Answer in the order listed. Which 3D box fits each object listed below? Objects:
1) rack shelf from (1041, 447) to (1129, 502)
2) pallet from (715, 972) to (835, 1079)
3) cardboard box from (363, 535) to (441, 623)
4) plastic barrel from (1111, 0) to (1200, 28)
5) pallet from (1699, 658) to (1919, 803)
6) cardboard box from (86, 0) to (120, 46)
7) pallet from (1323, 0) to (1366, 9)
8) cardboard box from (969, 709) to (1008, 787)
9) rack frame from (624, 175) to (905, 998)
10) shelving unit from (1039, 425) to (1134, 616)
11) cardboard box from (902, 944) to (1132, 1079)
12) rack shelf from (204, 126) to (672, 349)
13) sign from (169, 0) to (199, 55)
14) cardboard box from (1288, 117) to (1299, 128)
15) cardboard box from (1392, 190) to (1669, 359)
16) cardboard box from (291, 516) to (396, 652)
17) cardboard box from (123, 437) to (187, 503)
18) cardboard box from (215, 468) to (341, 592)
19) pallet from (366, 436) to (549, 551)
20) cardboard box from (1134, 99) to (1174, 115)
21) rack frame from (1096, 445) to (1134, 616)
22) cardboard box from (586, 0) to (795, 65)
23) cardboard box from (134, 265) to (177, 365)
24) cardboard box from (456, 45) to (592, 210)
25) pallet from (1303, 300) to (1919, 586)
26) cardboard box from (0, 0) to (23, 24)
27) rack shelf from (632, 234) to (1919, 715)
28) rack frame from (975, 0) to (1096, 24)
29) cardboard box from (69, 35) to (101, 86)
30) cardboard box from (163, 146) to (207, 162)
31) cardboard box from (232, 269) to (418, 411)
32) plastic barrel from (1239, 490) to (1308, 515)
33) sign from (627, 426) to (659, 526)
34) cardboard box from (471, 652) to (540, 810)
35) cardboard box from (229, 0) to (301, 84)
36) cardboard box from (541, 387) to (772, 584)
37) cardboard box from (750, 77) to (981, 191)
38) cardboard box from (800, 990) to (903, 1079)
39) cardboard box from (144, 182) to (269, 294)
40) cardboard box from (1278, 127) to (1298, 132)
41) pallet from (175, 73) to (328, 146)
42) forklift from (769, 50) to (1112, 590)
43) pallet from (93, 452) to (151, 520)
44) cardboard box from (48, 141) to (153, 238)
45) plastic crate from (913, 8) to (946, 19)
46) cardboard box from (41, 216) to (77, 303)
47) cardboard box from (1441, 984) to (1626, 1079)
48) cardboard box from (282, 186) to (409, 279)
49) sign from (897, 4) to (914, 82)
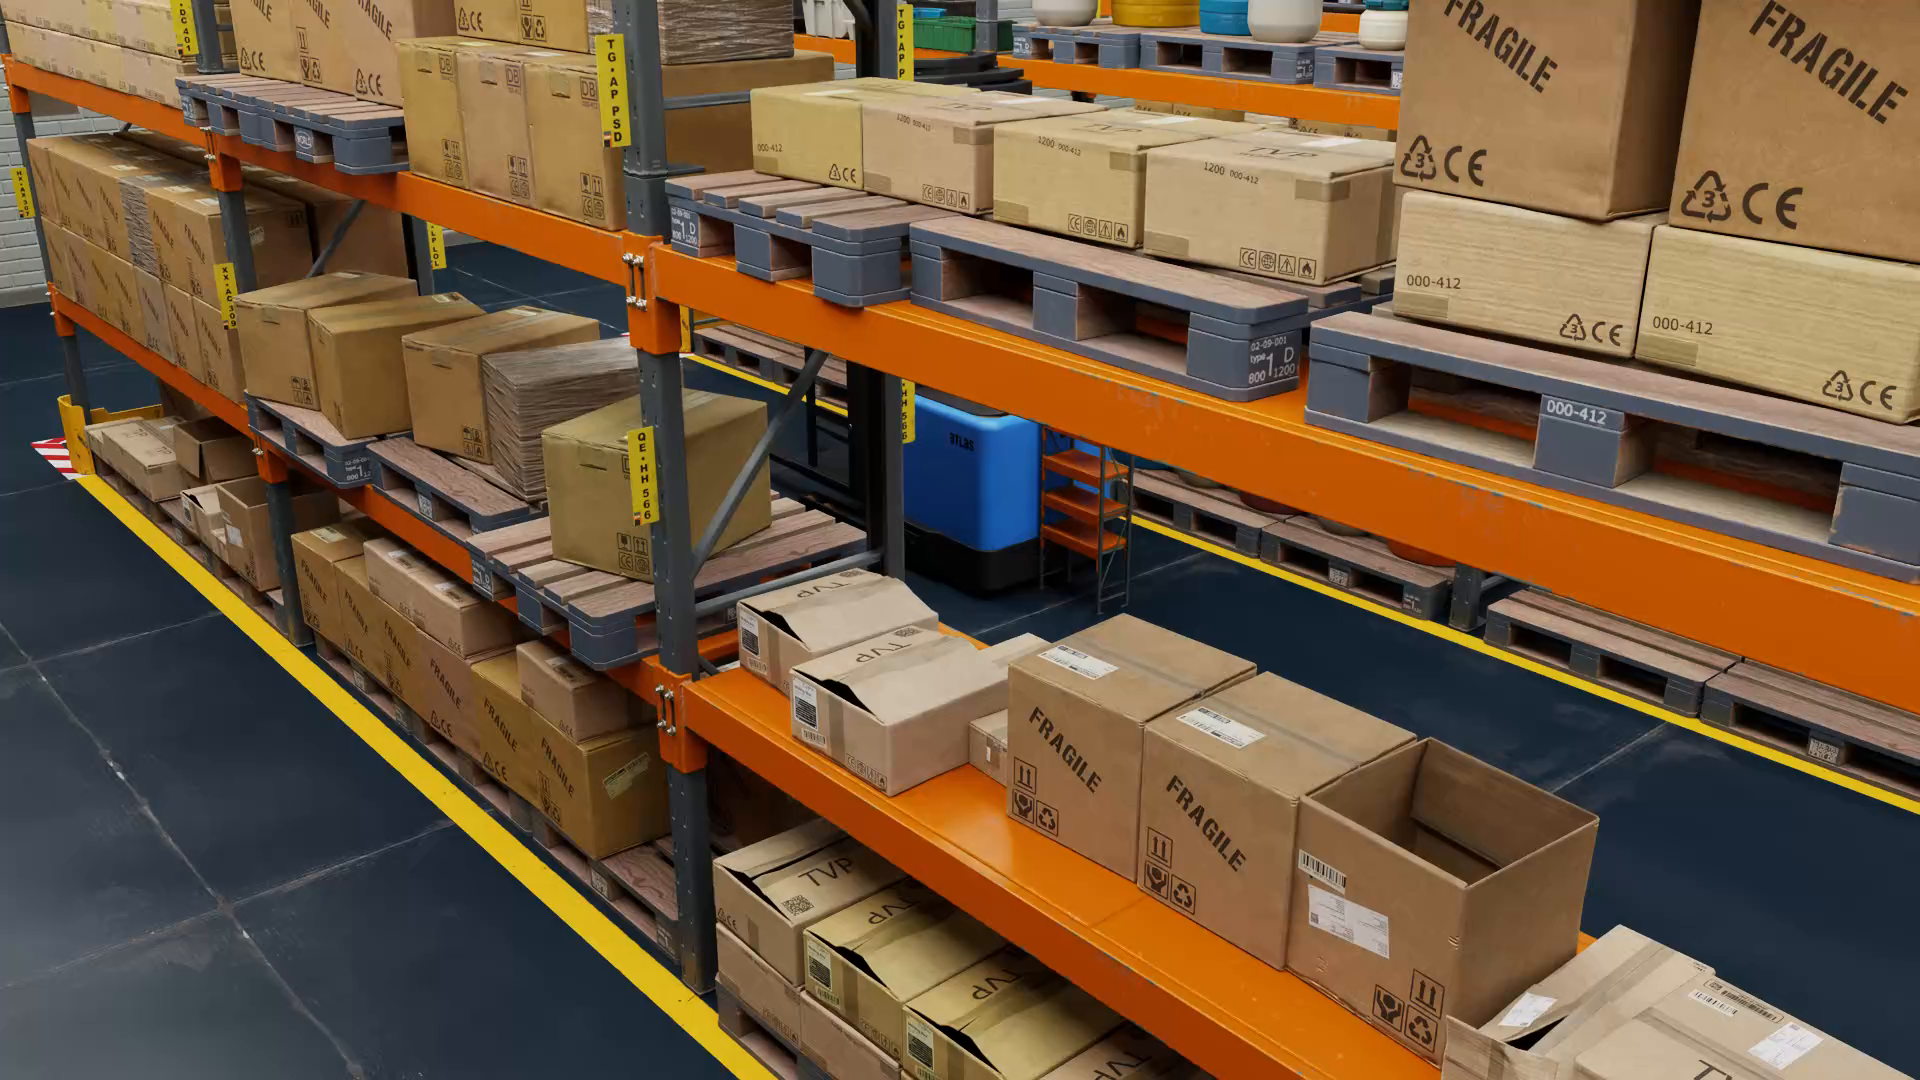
[{"bbox_3d":[0.712,-0.374,9.364,0.258,0.148,0.480,-16,27,-36],"label":"rack shelf"},{"bbox_3d":[-0.116,1.699,5.858,1.003,0.211,1.213,-17,27,-37],"label":"pallet"},{"bbox_3d":[-2.451,0.136,7.819,0.500,0.250,0.500,-17,27,-37],"label":"cardboard box"},{"bbox_3d":[1.270,-3.596,10.605,0.600,0.588,0.600,0,21,0],"label":"plastic barrel"},{"bbox_3d":[4.400,0.844,8.040,1.003,0.211,1.213,-17,27,-37],"label":"pallet"},{"bbox_3d":[-4.406,-2.849,9.051,0.500,0.250,0.500,-17,27,-37],"label":"cardboard box"},{"bbox_3d":[3.746,-4.883,14.846,1.003,0.211,1.213,-17,27,-37],"label":"pallet"},{"bbox_3d":[0.251,0.619,5.134,0.380,0.149,0.250,-15,26,-34],"label":"cardboard box"},{"bbox_3d":[-0.624,0.163,5.954,1.000,3.000,0.127,-17,27,-37],"label":"rack frame"},{"bbox_3d":[0.712,-0.228,9.421,0.258,1.200,0.503,-16,27,-36],"label":"shelving unit"},{"bbox_3d":[0.176,1.486,5.002,0.500,0.311,0.500,-18,28,-39],"label":"cardboard box"},{"bbox_3d":[-1.929,-1.451,6.949,1.077,0.370,4.000,-17,27,-37],"label":"rack shelf"},{"bbox_3d":[-3.641,-2.448,7.799,0.100,0.325,0.005,-17,27,-37],"label":"sign"},{"bbox_3d":[3.495,-4.191,15.840,0.500,0.500,0.500,-19,28,-39],"label":"cardboard box"},{"bbox_3d":[1.232,-0.577,3.362,0.500,0.250,0.500,19,28,40],"label":"cardboard box"},{"bbox_3d":[-3.104,0.209,8.662,0.500,0.500,0.500,-19,28,-40],"label":"cardboard box"},{"bbox_3d":[-5.053,-0.477,10.757,0.500,0.250,0.500,-17,27,-37],"label":"cardboard box"},{"bbox_3d":[-3.822,-0.073,9.380,0.500,0.500,0.500,-17,27,-37],"label":"cardboard box"},{"bbox_3d":[-1.897,-0.283,7.358,1.003,0.211,1.213,-17,27,-37],"label":"pallet"},{"bbox_3d":[2.097,-4.487,16.596,0.500,0.500,0.500,-18,28,-39],"label":"cardboard box"},{"bbox_3d":[0.865,-0.159,9.244,0.240,1.200,0.015,-16,27,-36],"label":"rack frame"},{"bbox_3d":[-0.904,-1.867,5.518,0.500,0.500,0.500,-17,27,-37],"label":"cardboard box"},{"bbox_3d":[-4.430,-1.349,9.678,0.500,0.500,0.500,-17,27,-36],"label":"cardboard box"},{"bbox_3d":[-1.267,-1.533,6.035,0.910,0.500,0.500,-17,27,-37],"label":"cardboard box"},{"bbox_3d":[1.402,-0.280,3.234,0.805,0.209,1.217,-19,28,-39],"label":"pallet"},{"bbox_3d":[-5.708,-3.403,10.465,0.500,0.250,0.500,-17,27,-37],"label":"cardboard box"},{"bbox_3d":[0.682,-0.346,4.127,1.077,0.370,4.000,-17,27,-37],"label":"rack shelf"},{"bbox_3d":[0.520,-4.913,10.689,1.000,3.000,0.127,-17,27,-37],"label":"rack frame"},{"bbox_3d":[-4.728,-2.756,9.499,0.500,0.250,0.500,-17,27,-37],"label":"cardboard box"},{"bbox_3d":[-4.675,-2.220,10.531,0.500,0.500,0.500,-17,27,-36],"label":"cardboard box"},{"bbox_3d":[-3.095,-1.000,8.210,0.500,0.500,0.700,12,24,28],"label":"cardboard box"},{"bbox_3d":[2.062,-0.531,10.456,0.600,0.588,0.708,-17,27,-37],"label":"plastic barrel"},{"bbox_3d":[-1.029,-0.207,5.421,0.100,0.325,0.005,-17,27,-37],"label":"sign"},{"bbox_3d":[-1.750,0.777,7.212,0.500,0.500,0.500,-19,28,-39],"label":"cardboard box"},{"bbox_3d":[-2.962,-2.470,7.715,0.600,0.600,0.600,19,28,40],"label":"cardboard box"},{"bbox_3d":[-1.120,-0.226,6.235,0.500,0.500,0.700,12,24,28],"label":"cardboard box"},{"bbox_3d":[-0.285,-1.247,5.072,0.500,0.250,0.500,20,29,41],"label":"cardboard box"},{"bbox_3d":[-0.176,1.601,5.477,0.500,0.250,0.500,-18,28,-39],"label":"cardboard box"},{"bbox_3d":[-4.097,-1.673,9.134,0.500,0.500,0.500,-18,28,-38],"label":"cardboard box"},{"bbox_3d":[3.112,-3.710,15.642,0.500,0.250,0.500,-17,27,-36],"label":"cardboard box"},{"bbox_3d":[-2.862,-2.054,7.760,1.213,0.211,1.003,-17,27,-37],"label":"pallet"},{"bbox_3d":[-0.395,-1.544,10.407,1.130,2.935,3.031,-16,27,-36],"label":"forklift"},{"bbox_3d":[-5.275,-0.507,11.490,1.003,0.211,1.213,-17,27,-37],"label":"pallet"},{"bbox_3d":[-5.409,-2.231,10.559,0.500,0.500,0.500,-17,27,-37],"label":"cardboard box"},{"bbox_3d":[-0.316,-3.614,11.715,0.416,0.233,0.300,-17,27,-37],"label":"plastic crate"},{"bbox_3d":[-5.756,-1.908,11.105,0.500,0.500,0.500,-17,27,-36],"label":"cardboard box"},{"bbox_3d":[1.274,1.132,3.665,0.396,0.266,0.258,-18,28,-39],"label":"cardboard box"},{"bbox_3d":[-3.329,-1.651,9.078,0.500,0.500,0.500,-17,27,-36],"label":"cardboard box"},{"bbox_3d":[-0.198,-1.641,5.630,0.100,0.325,0.005,-17,27,-37],"label":"sign"}]
